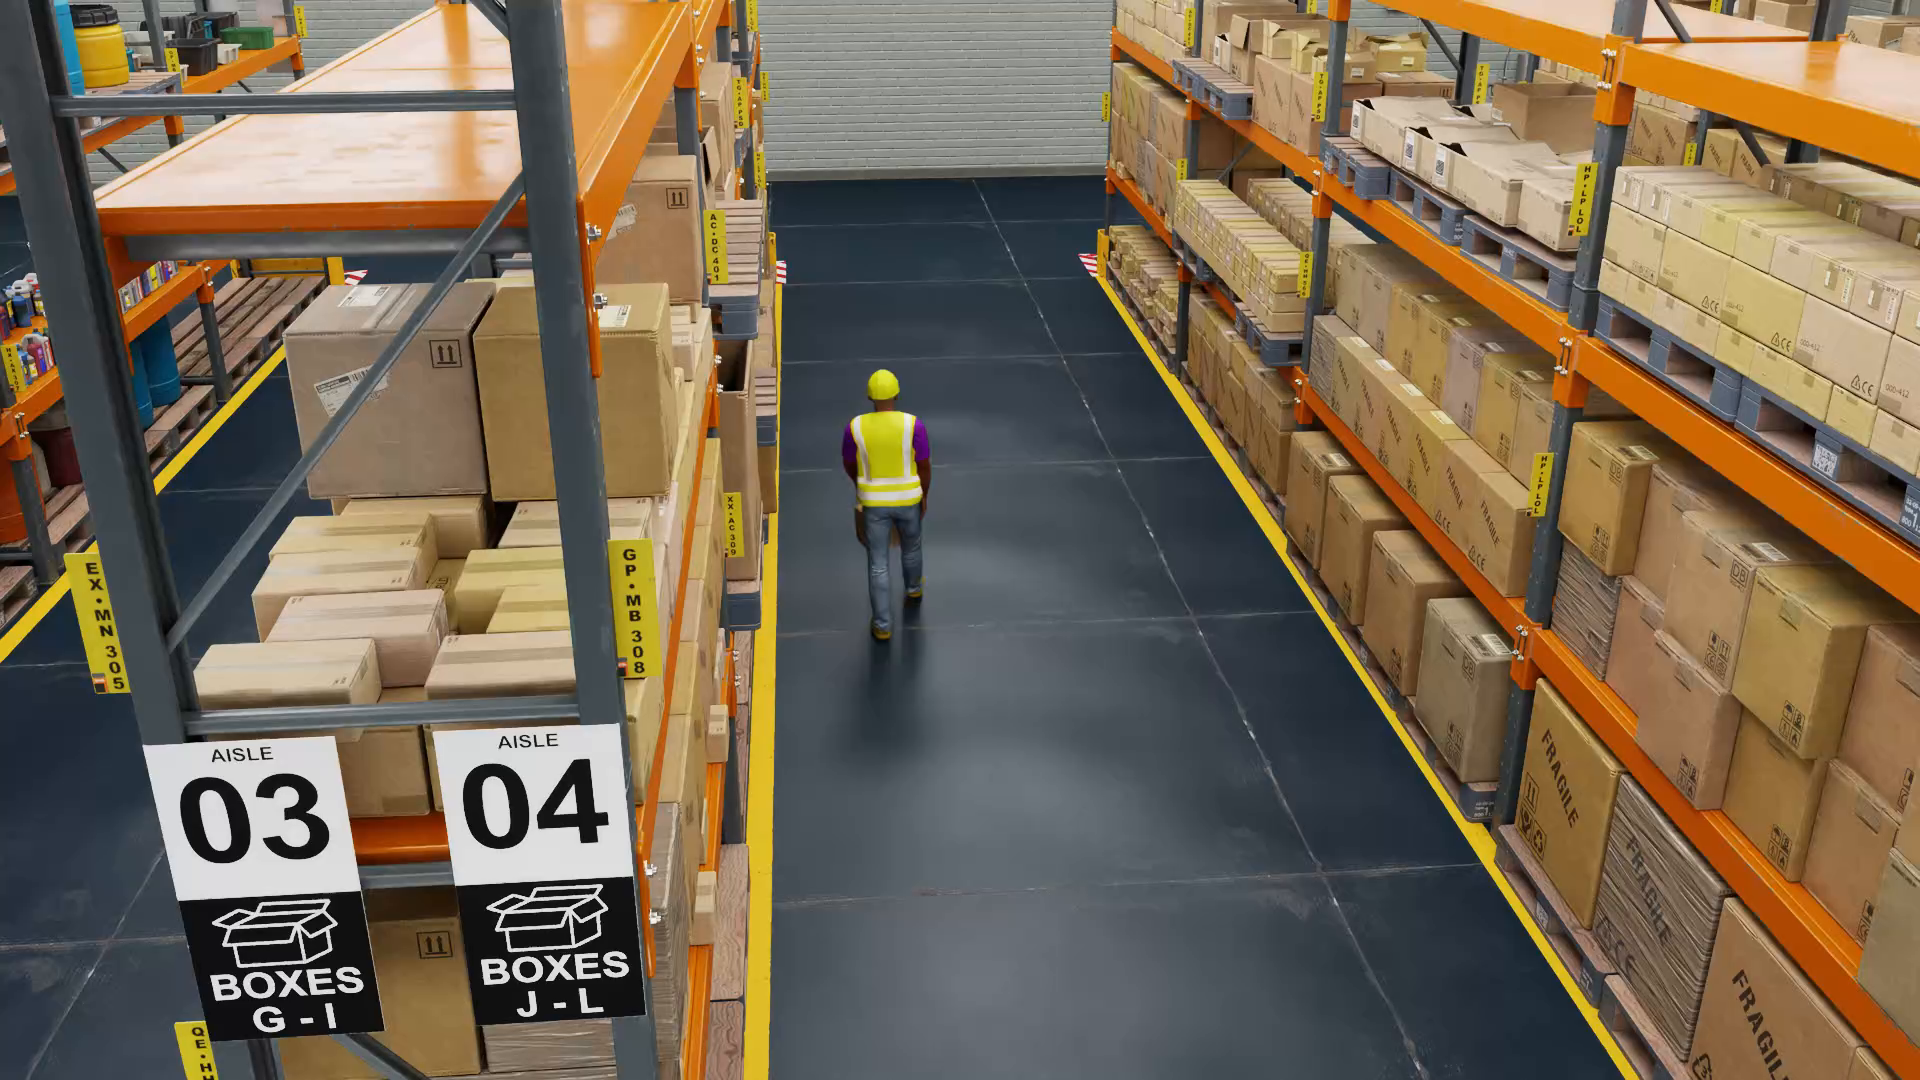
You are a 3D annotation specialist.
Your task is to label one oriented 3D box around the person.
[{"bbox_3d":[-0.482,-0.311,10.999,0.582,1.727,0.922,-1,24,-2],"label":"person"}]
